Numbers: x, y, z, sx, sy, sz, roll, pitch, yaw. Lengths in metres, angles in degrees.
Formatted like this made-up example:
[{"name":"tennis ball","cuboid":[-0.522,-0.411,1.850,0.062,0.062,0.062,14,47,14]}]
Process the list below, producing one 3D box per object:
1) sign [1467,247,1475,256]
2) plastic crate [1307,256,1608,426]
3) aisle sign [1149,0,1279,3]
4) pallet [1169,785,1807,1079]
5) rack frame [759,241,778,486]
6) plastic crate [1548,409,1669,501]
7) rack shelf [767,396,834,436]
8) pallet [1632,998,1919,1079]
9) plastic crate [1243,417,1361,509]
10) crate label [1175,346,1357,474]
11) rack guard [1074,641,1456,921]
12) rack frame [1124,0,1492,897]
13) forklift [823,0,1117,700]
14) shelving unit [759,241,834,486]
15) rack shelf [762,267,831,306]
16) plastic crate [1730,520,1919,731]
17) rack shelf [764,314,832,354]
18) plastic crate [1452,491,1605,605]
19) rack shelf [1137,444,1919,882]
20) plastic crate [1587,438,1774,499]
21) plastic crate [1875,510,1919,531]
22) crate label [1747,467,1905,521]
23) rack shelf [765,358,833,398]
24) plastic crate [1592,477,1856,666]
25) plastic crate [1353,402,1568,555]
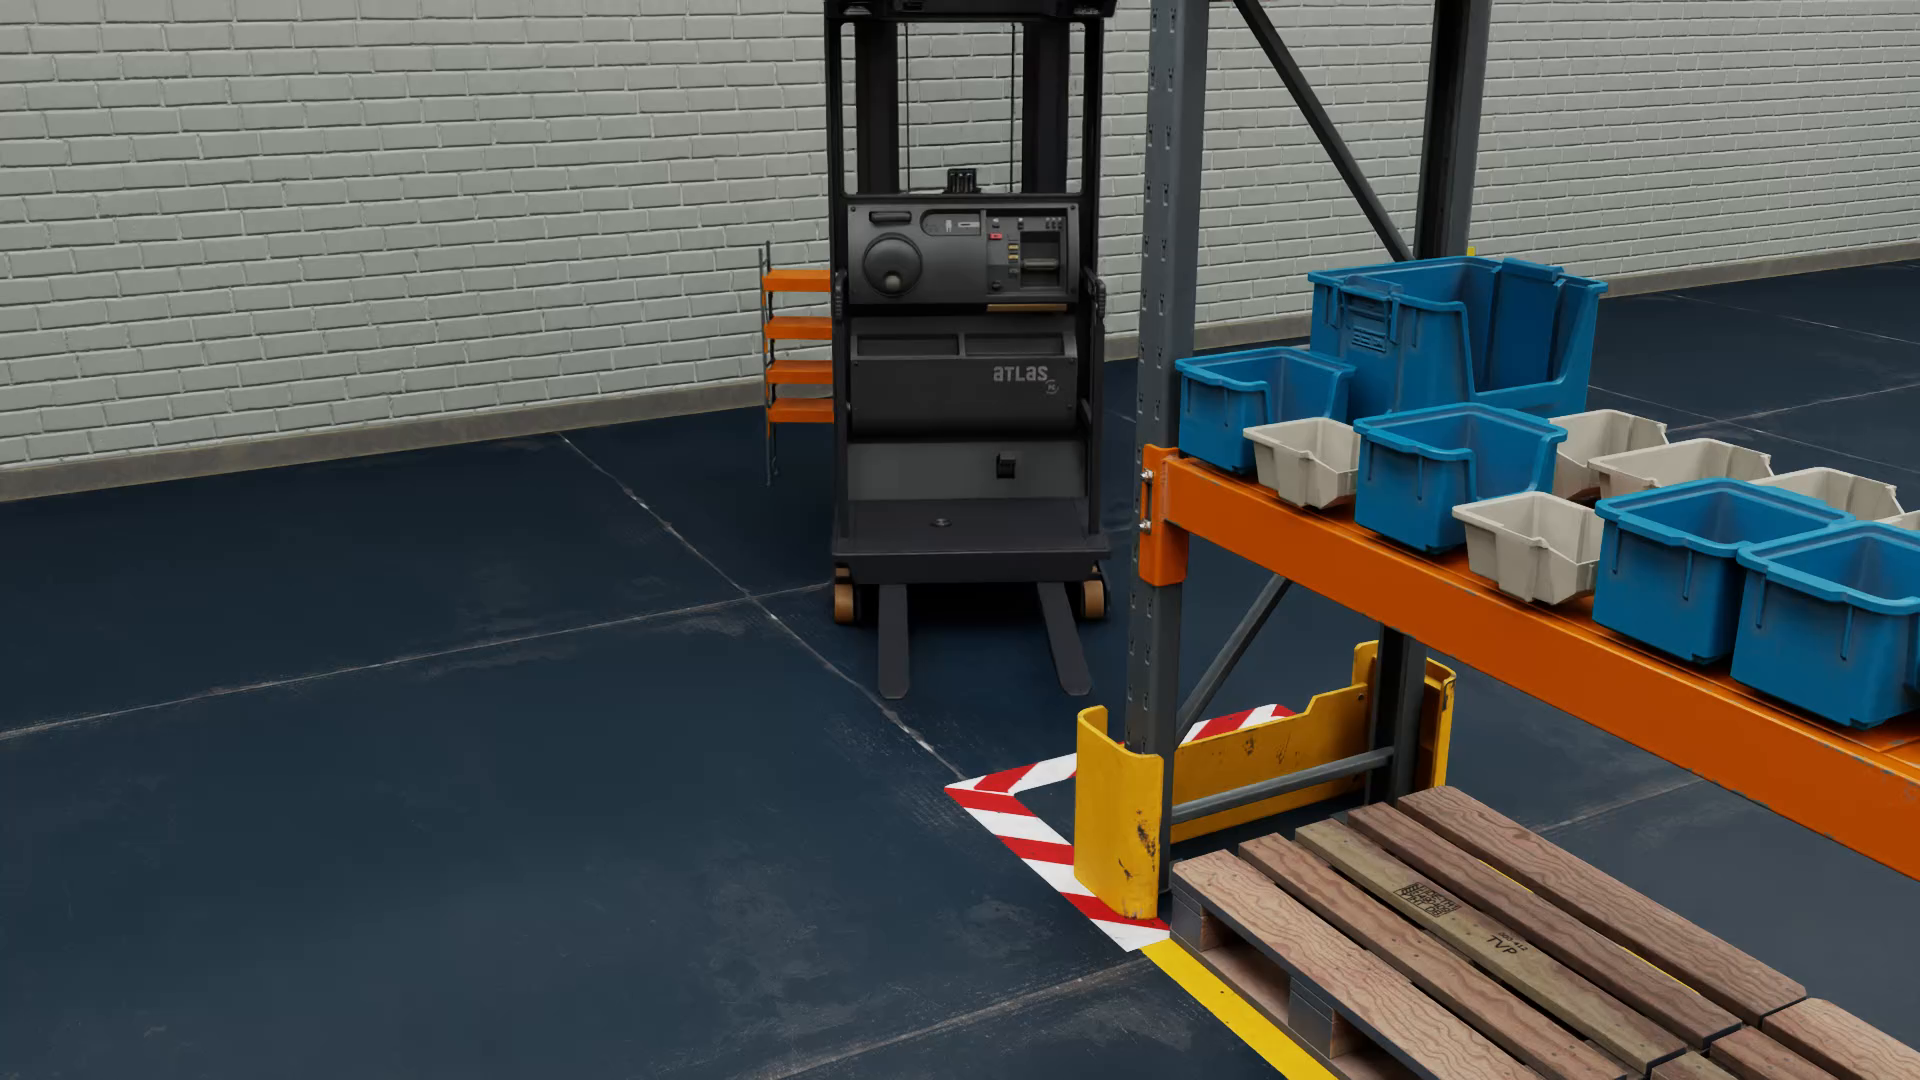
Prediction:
[{"name":"sign","cuboid":[1.401,-0.662,4.700,0.100,0.325,0.005,-10,21,-27]},{"name":"plastic crate","cuboid":[1.248,-0.473,4.256,0.616,0.435,0.499,-10,21,-27]},{"name":"aisle sign","cuboid":[0.629,-1.698,3.969,0.394,0.787,0.004,-10,21,-27]},{"name":"pallet","cuboid":[1.282,1.066,4.218,1.003,0.211,1.213,-10,21,-27]},{"name":"rack frame","cuboid":[-0.959,-0.881,8.344,0.015,1.200,0.240,1,19,3]},{"name":"plastic crate","cuboid":[1.472,-0.192,3.902,0.396,0.136,0.243,-10,21,-27]},{"name":"rack shelf","cuboid":[-0.716,-0.625,8.418,0.480,0.148,0.258,1,19,3]},{"name":"pallet","cuboid":[1.858,1.416,3.204,1.003,0.211,1.213,-10,21,-27]},{"name":"plastic crate","cuboid":[0.832,-0.172,3.842,0.250,0.136,0.298,-10,21,-27]},{"name":"crate label","cuboid":[0.753,-0.322,4.131,0.416,0.233,0.303,-10,21,-27]},{"name":"rack guard","cuboid":[0.902,0.682,4.888,1.175,0.500,0.348,-10,21,-27]},{"name":"rack frame","cuboid":[0.925,-0.495,4.466,1.000,3.000,0.127,-10,21,-27]},{"name":"forklift","cuboid":[0.026,-1.154,6.483,1.130,2.935,3.031,-1,19,-2]},{"name":"shelving unit","cuboid":[-0.716,-0.876,8.331,0.503,1.200,0.258,1,19,3]},{"name":"rack shelf","cuboid":[-0.716,-1.248,8.203,0.480,0.148,0.258,1,19,3]},{"name":"plastic crate","cuboid":[1.520,0.142,2.786,0.416,0.233,0.300,-10,21,-27]},{"name":"rack shelf","cuboid":[-0.716,-1.024,8.280,0.480,0.148,0.258,1,19,3]},{"name":"plastic crate","cuboid":[1.154,0.023,3.278,0.250,0.136,0.298,-10,21,-27]},{"name":"rack shelf","cuboid":[1.875,0.420,2.920,1.077,0.370,4.000,-10,21,-27]},{"name":"plastic crate","cuboid":[1.597,-0.107,3.655,0.396,0.136,0.243,-10,21,-27]},{"name":"plastic crate","cuboid":[1.907,0.051,3.196,0.298,0.136,0.250,-10,21,-27]},{"name":"crate label","cuboid":[1.750,-0.031,3.434,0.396,0.136,0.243,-10,21,-27]},{"name":"rack shelf","cuboid":[-0.716,-0.813,8.353,0.480,0.148,0.258,1,19,3]},{"name":"plastic crate","cuboid":[1.378,0.056,3.035,0.416,0.233,0.300,-10,21,-27]},{"name":"plastic crate","cuboid":[1.065,-0.133,3.583,0.416,0.233,0.300,-10,21,-27]}]
